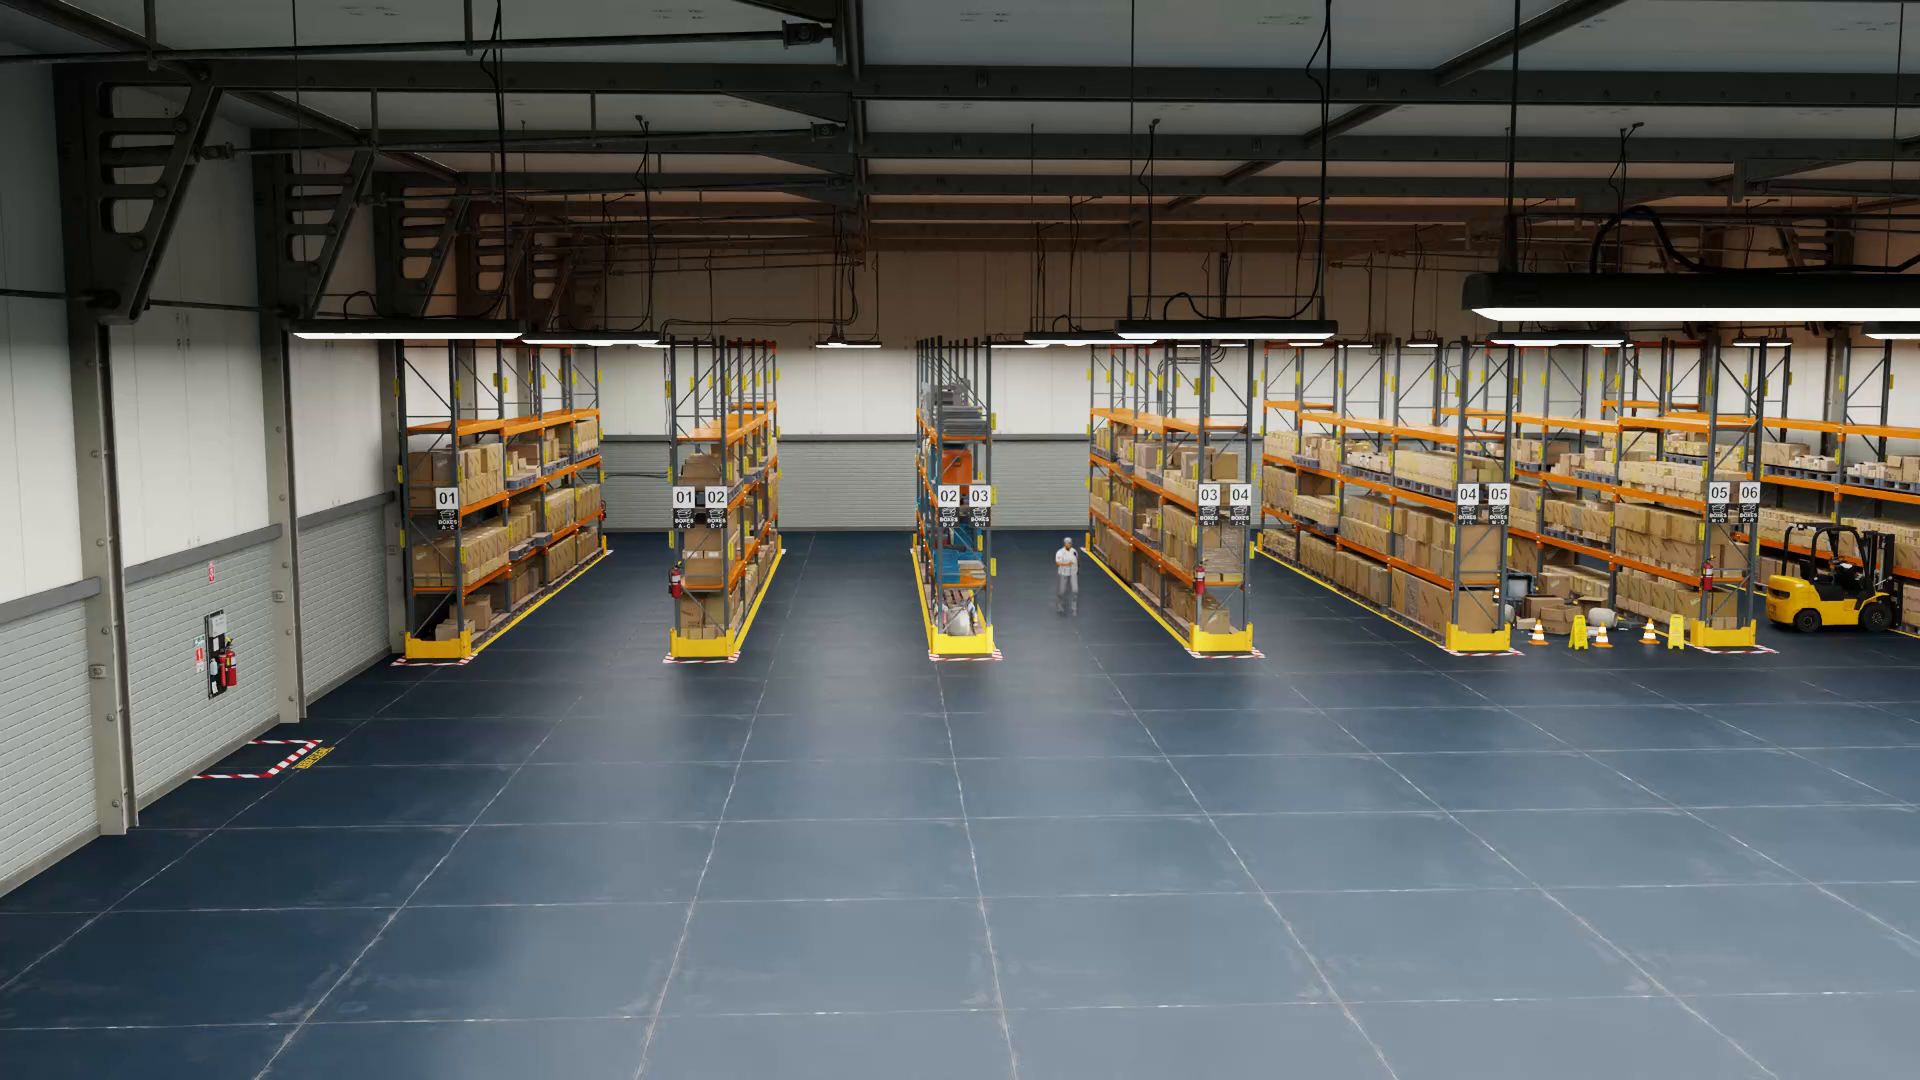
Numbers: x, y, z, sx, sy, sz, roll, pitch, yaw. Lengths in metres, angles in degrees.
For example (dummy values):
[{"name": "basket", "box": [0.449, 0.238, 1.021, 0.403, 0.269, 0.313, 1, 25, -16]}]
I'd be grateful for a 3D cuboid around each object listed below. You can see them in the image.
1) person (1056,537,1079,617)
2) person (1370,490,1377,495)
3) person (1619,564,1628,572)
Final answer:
[{"name": "person", "box": [2.338, 0.811, 36.153, 0.576, 1.754, 0.779, -2, 7, -13]}, {"name": "person", "box": [12.236, -0.737, 49.255, 0.687, 1.775, 0.634, 0, 6, 3]}, {"name": "person", "box": [16.024, 0.412, 40.036, 0.530, 1.552, 0.561, -1, 7, -9]}]
